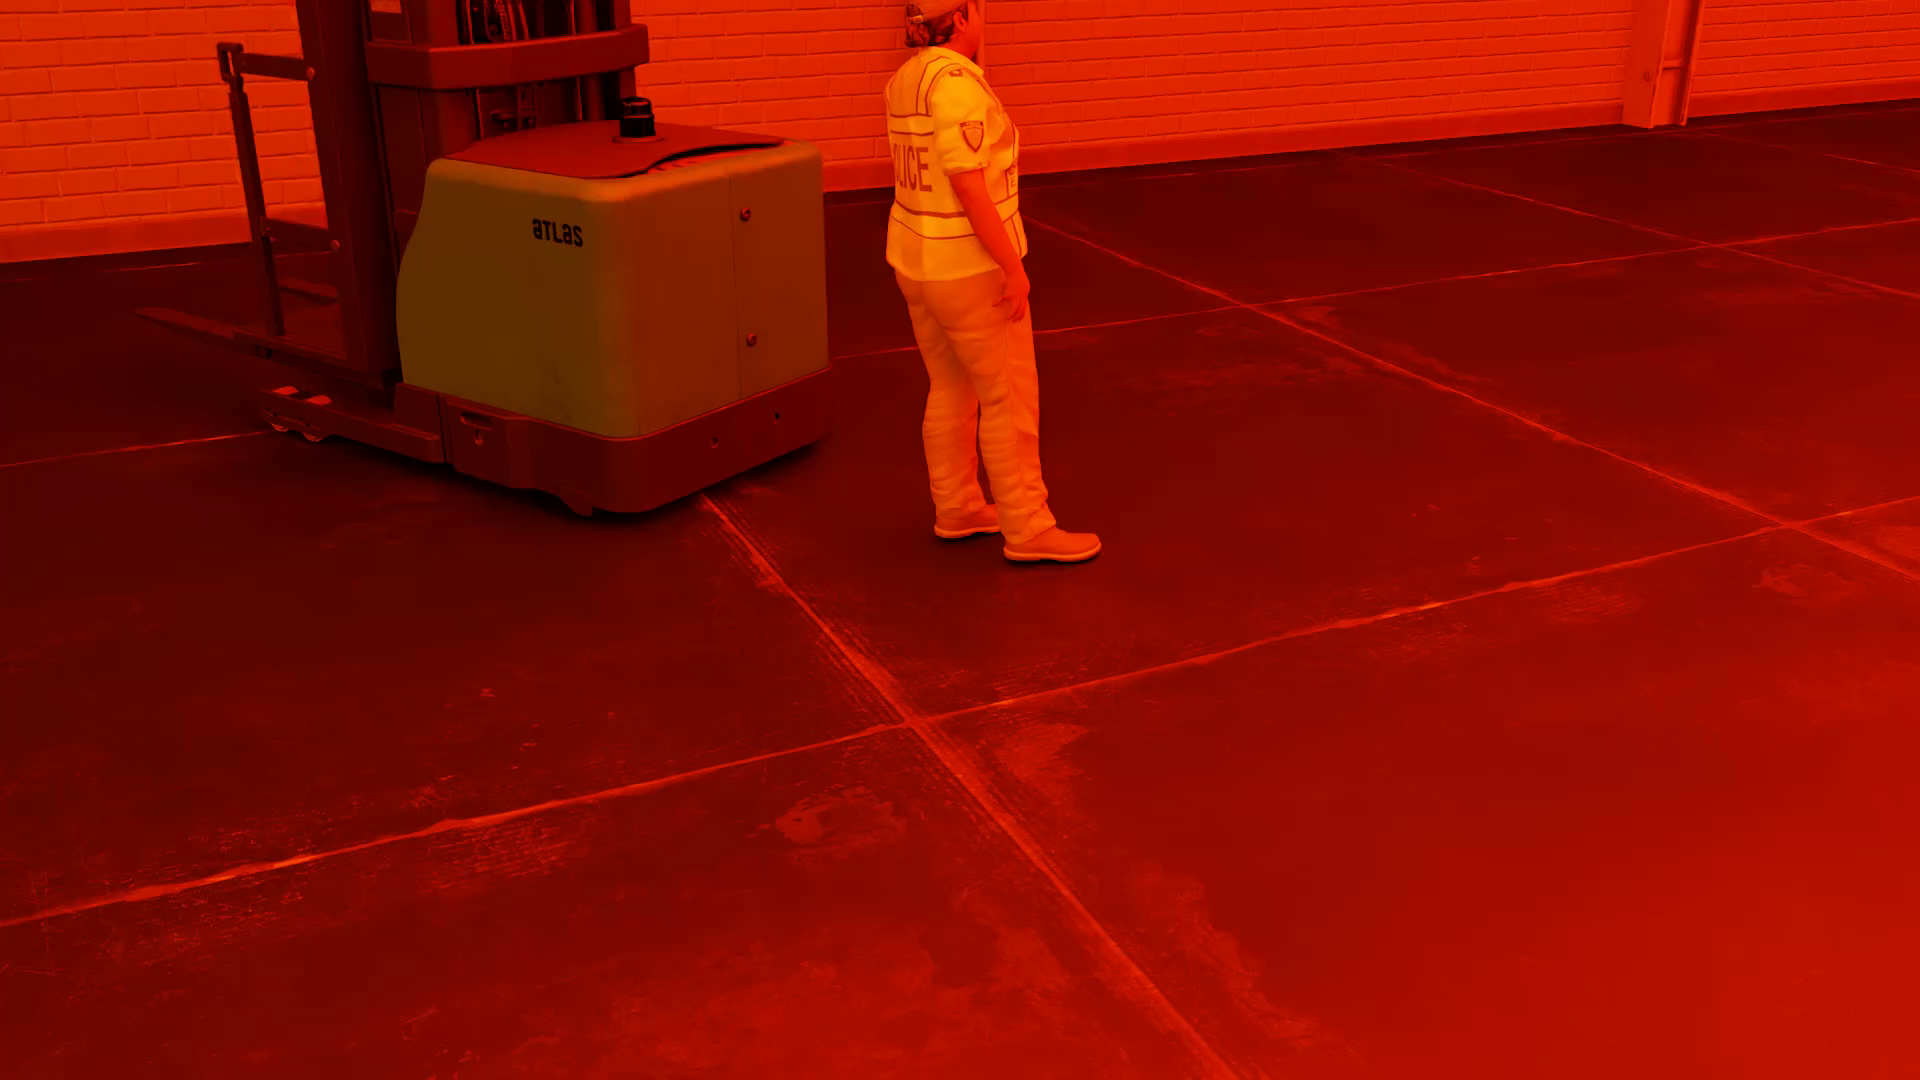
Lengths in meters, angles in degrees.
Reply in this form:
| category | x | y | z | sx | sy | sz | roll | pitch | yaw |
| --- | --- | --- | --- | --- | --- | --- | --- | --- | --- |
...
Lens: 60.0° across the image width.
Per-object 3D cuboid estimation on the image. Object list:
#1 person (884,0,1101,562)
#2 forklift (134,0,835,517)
| category | x | y | z | sx | sy | sz | roll | pitch | yaw |
| --- | --- | --- | --- | --- | --- | --- | --- | --- | --- |
| person | 0.079 | -0.781 | 4.795 | 0.529 | 1.670 | 0.598 | -10 | 25 | -23 |
| forklift | -1.937 | -1.851 | 5.743 | 3.031 | 2.935 | 1.130 | 15 | 27 | 32 |
